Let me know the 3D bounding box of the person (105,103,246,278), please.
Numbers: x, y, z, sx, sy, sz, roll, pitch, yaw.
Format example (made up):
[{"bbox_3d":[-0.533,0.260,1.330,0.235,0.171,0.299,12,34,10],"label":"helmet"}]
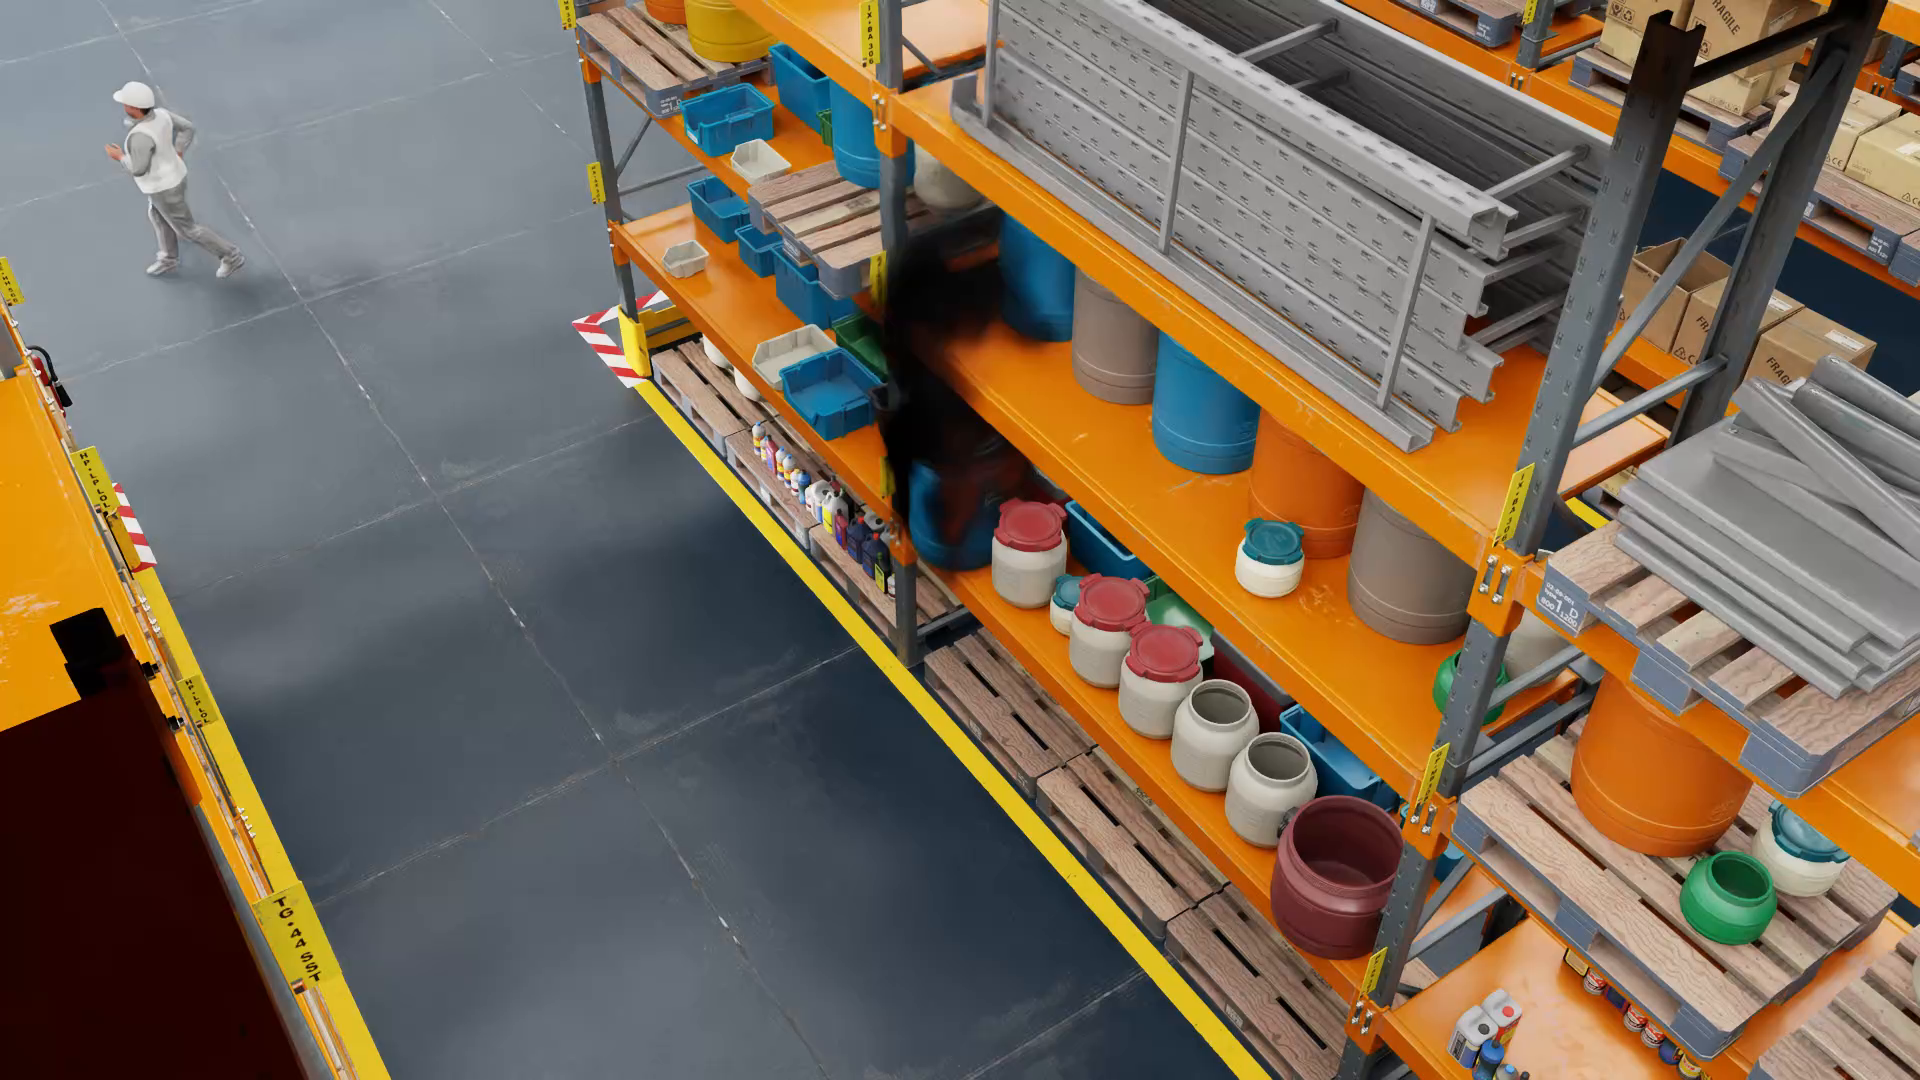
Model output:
[{"bbox_3d":[-6.490,-2.894,13.604,0.917,1.738,0.645,-3,43,-3],"label":"person"}]
